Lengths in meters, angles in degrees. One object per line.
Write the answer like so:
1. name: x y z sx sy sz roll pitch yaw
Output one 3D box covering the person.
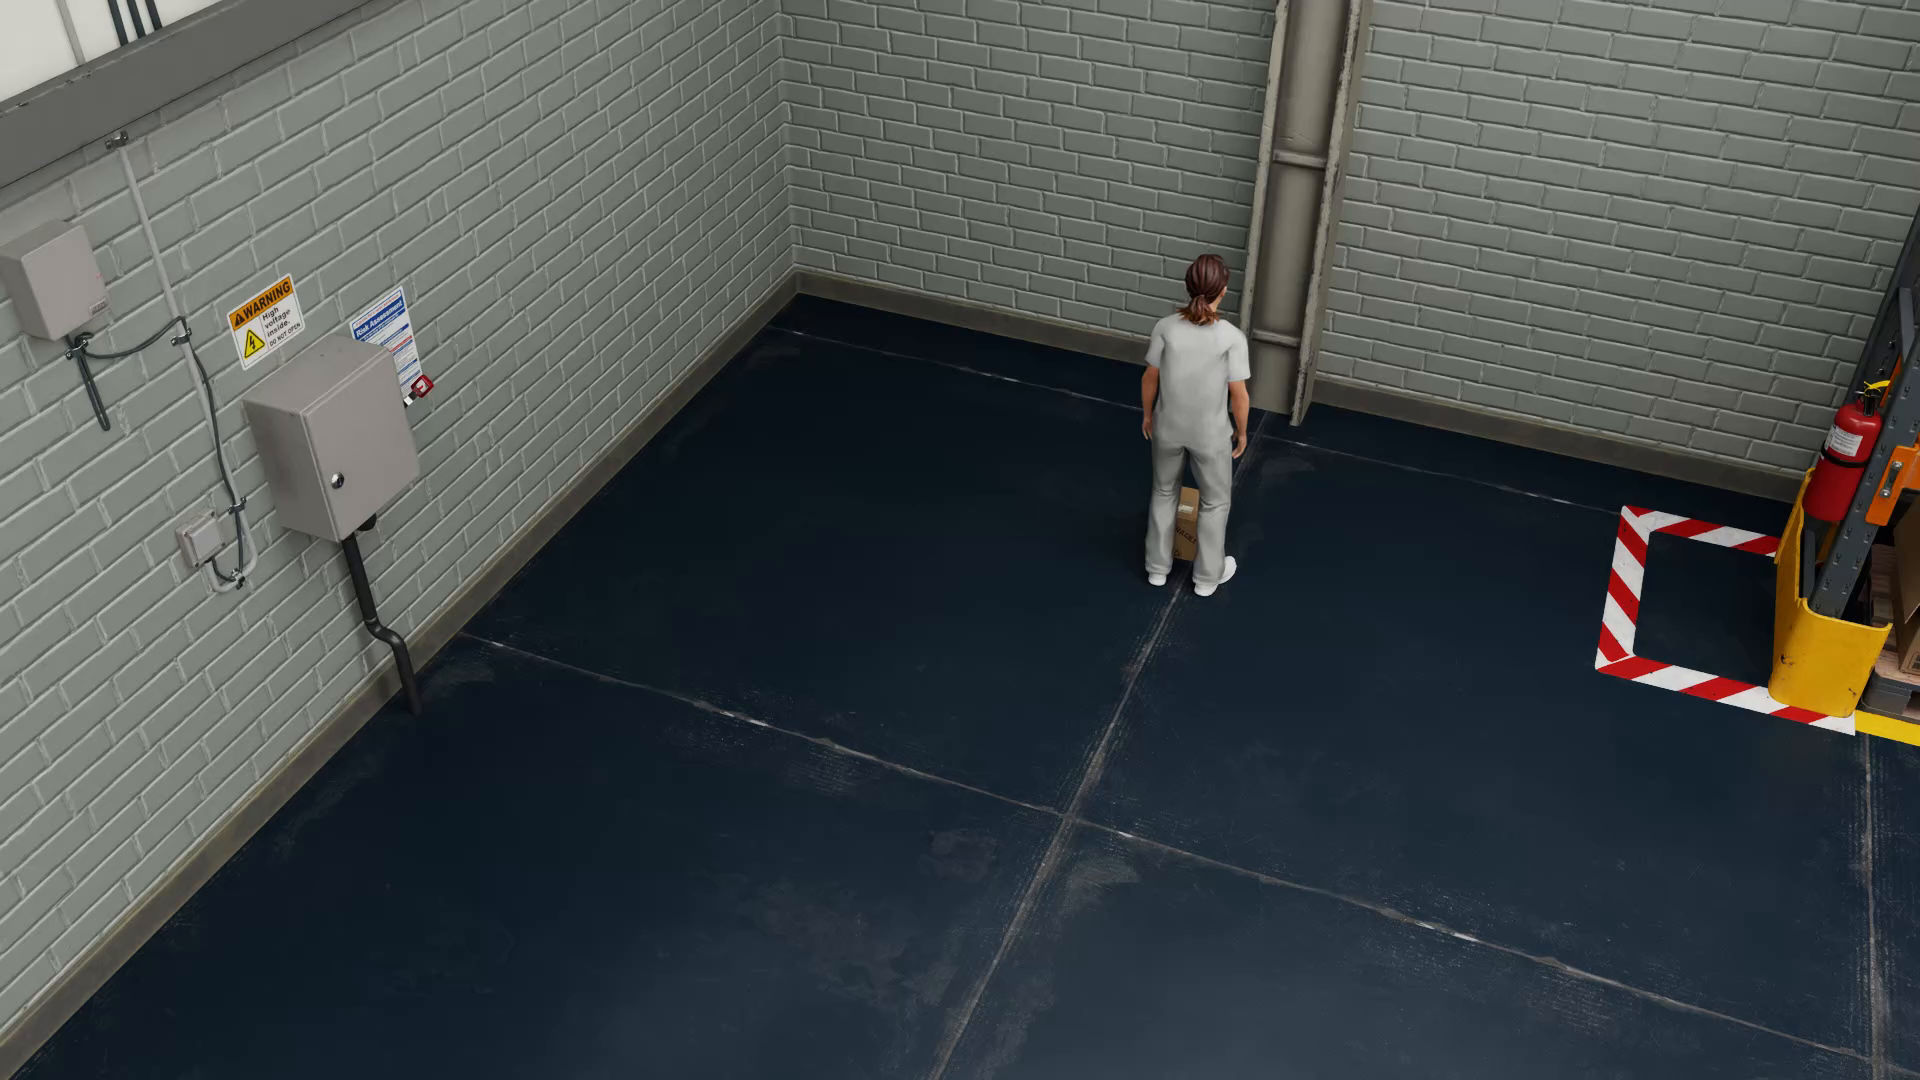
1. person: 1.047 -0.494 7.460 0.495 1.673 0.352 14 40 17
